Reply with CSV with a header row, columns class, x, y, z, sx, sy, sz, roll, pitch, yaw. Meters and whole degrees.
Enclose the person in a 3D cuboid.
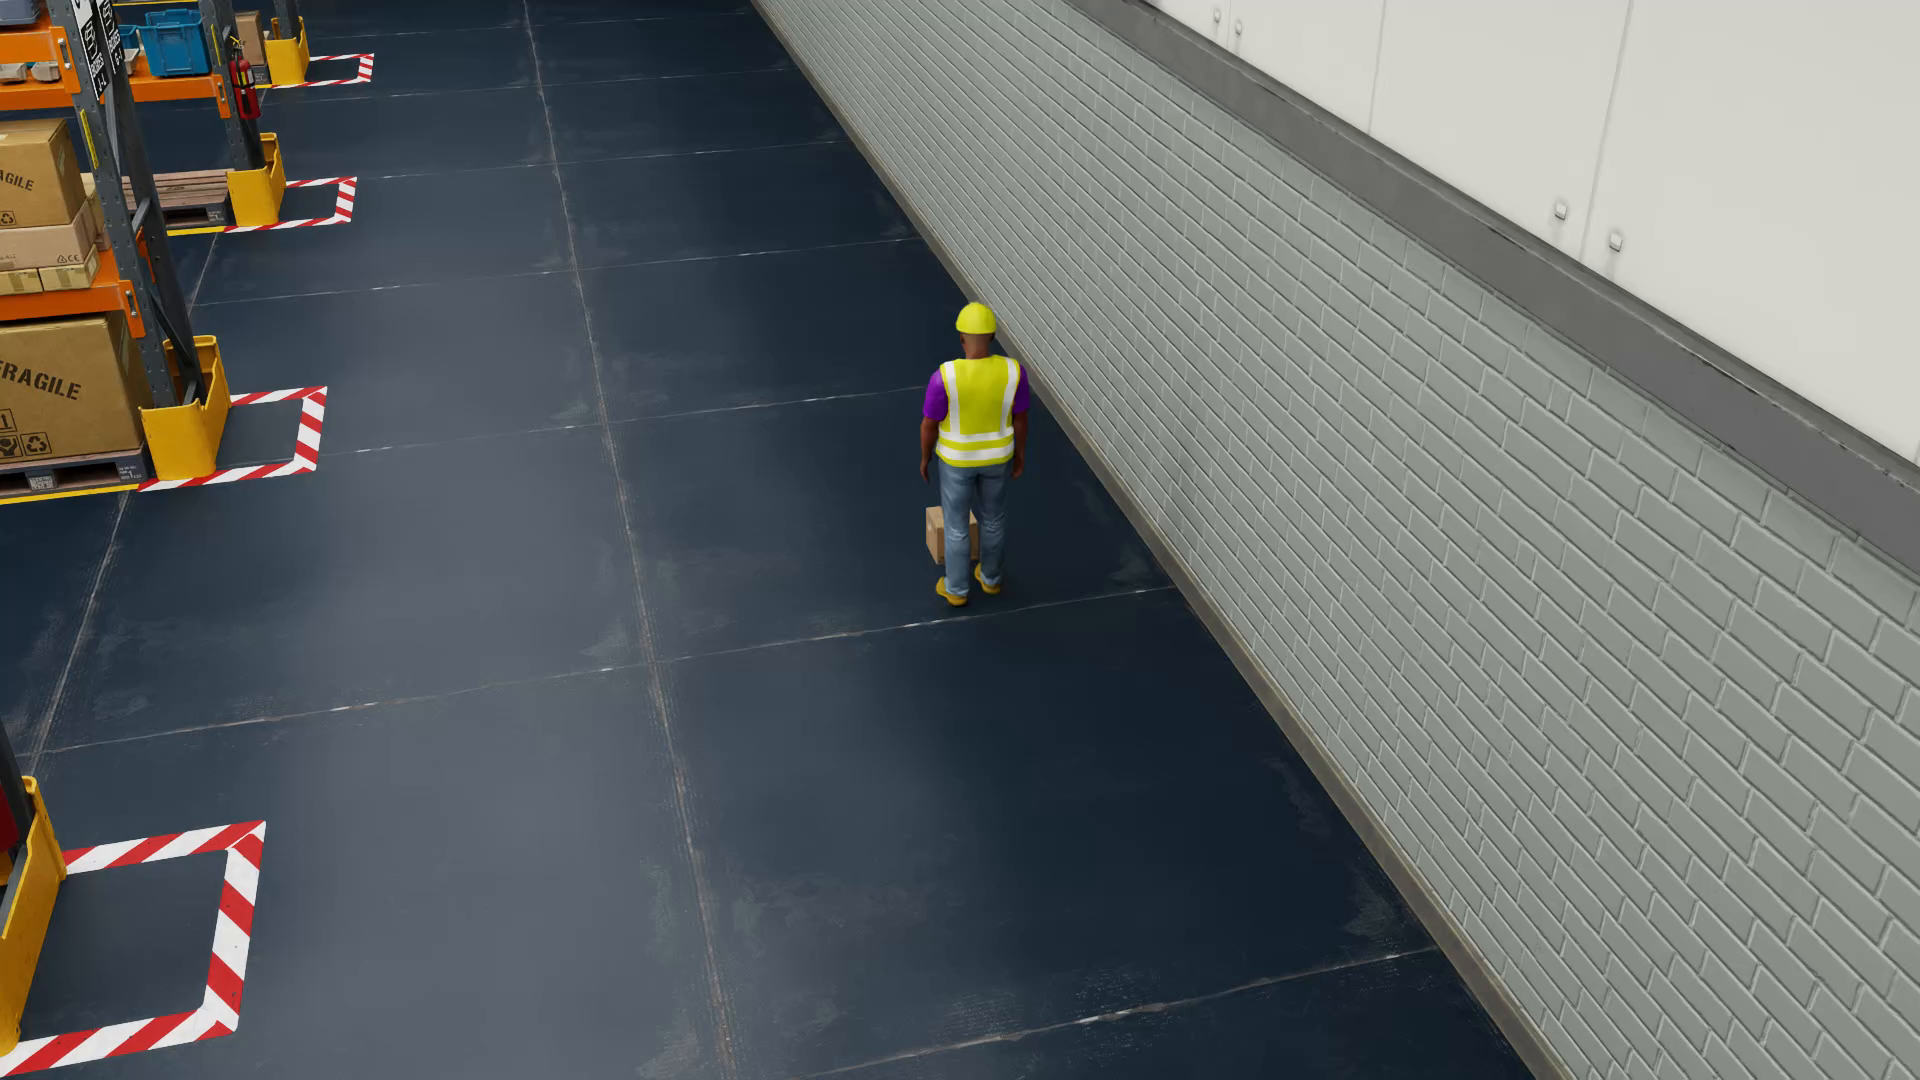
class,x,y,z,sx,sy,sz,roll,pitch,yaw
person,0.061,-0.471,9.031,0.587,1.782,0.462,-7,31,-12
